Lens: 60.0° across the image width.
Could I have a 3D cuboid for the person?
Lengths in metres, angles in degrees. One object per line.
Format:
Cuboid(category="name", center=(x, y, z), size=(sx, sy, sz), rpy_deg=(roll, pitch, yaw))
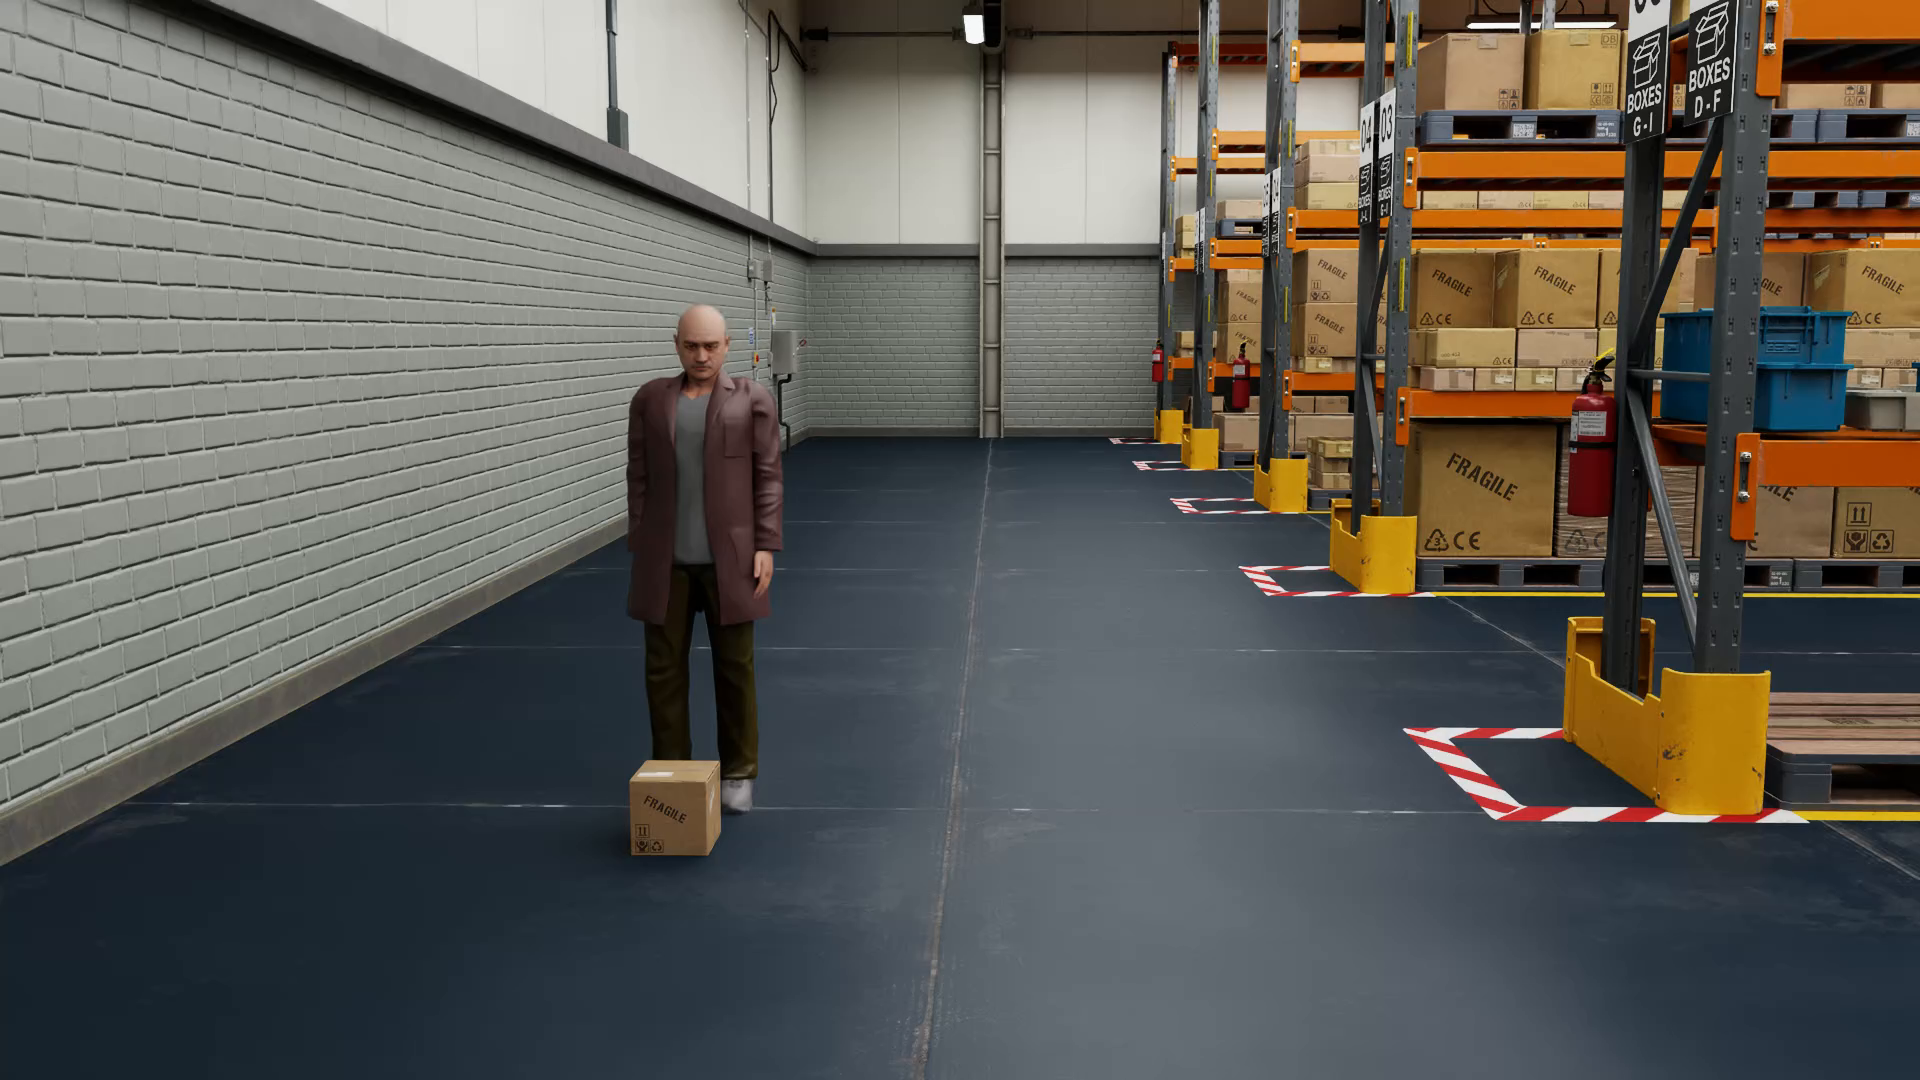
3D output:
Cuboid(category="person", center=(-0.901, 0.065, 5.864), size=(0.562, 1.779, 0.380), rpy_deg=(0, 7, 2))
